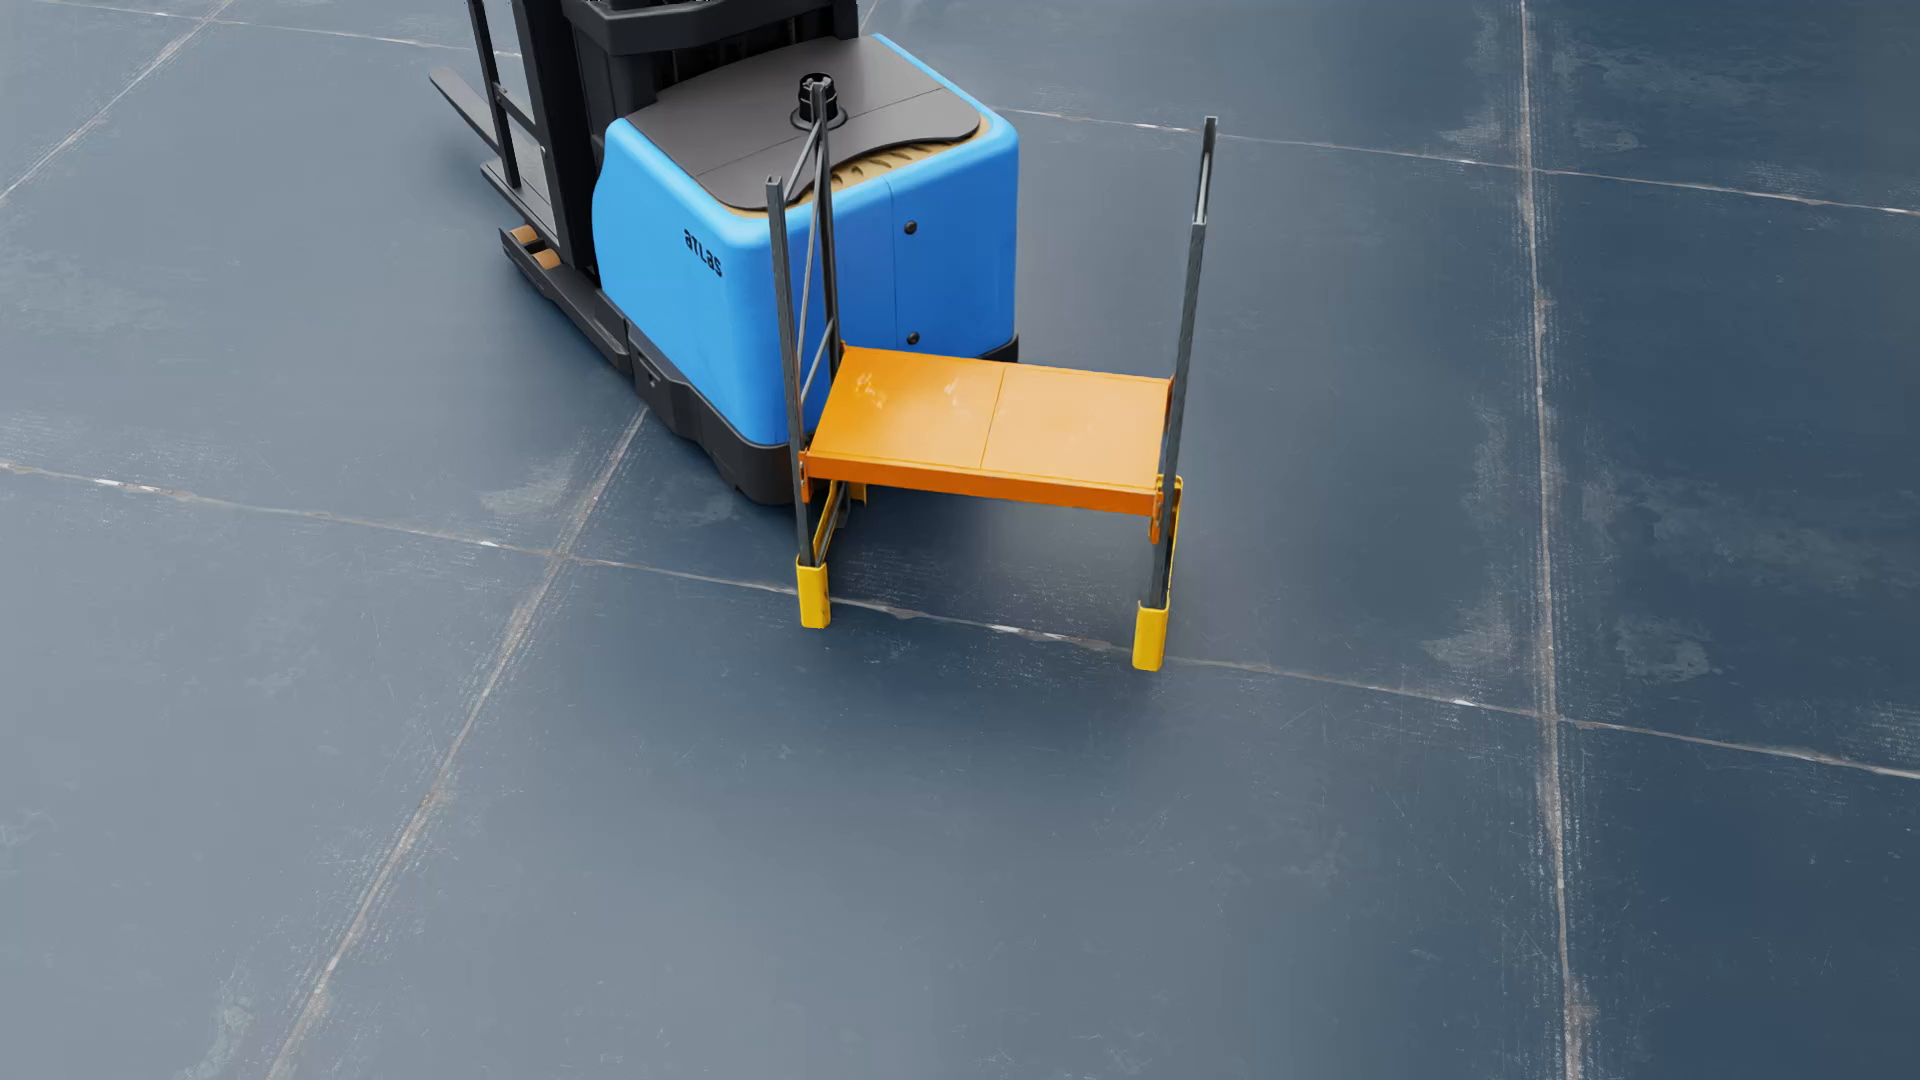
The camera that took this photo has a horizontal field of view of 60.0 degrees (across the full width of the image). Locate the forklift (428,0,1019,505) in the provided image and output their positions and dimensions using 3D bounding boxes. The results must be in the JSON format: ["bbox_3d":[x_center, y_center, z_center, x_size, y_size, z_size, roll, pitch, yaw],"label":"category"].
[{"bbox_3d":[-1.074,-2.148,5.368,1.130,2.935,3.031,-27,50,-25],"label":"forklift"}]

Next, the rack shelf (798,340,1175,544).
[{"bbox_3d":[0.093,-0.290,4.729,1.000,0.185,0.538,7,44,7],"label":"rack shelf"}]

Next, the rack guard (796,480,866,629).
[{"bbox_3d":[-0.389,-0.026,5.097,0.087,0.250,0.587,7,44,7],"label":"rack guard"}]

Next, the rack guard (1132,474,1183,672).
[{"bbox_3d":[0.593,0.091,4.976,0.087,0.250,0.587,7,44,7],"label":"rack guard"}]

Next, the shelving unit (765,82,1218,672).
[{"bbox_3d":[0.102,-0.418,4.603,1.083,1.500,0.587,7,44,7],"label":"shelving unit"}]

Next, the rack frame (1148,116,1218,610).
[{"bbox_3d":[0.594,-0.360,4.542,0.032,1.500,0.500,7,44,7],"label":"rack frame"}]

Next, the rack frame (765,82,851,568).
[{"bbox_3d":[-0.408,-0.479,4.666,0.032,1.500,0.500,7,44,7],"label":"rack frame"}]
